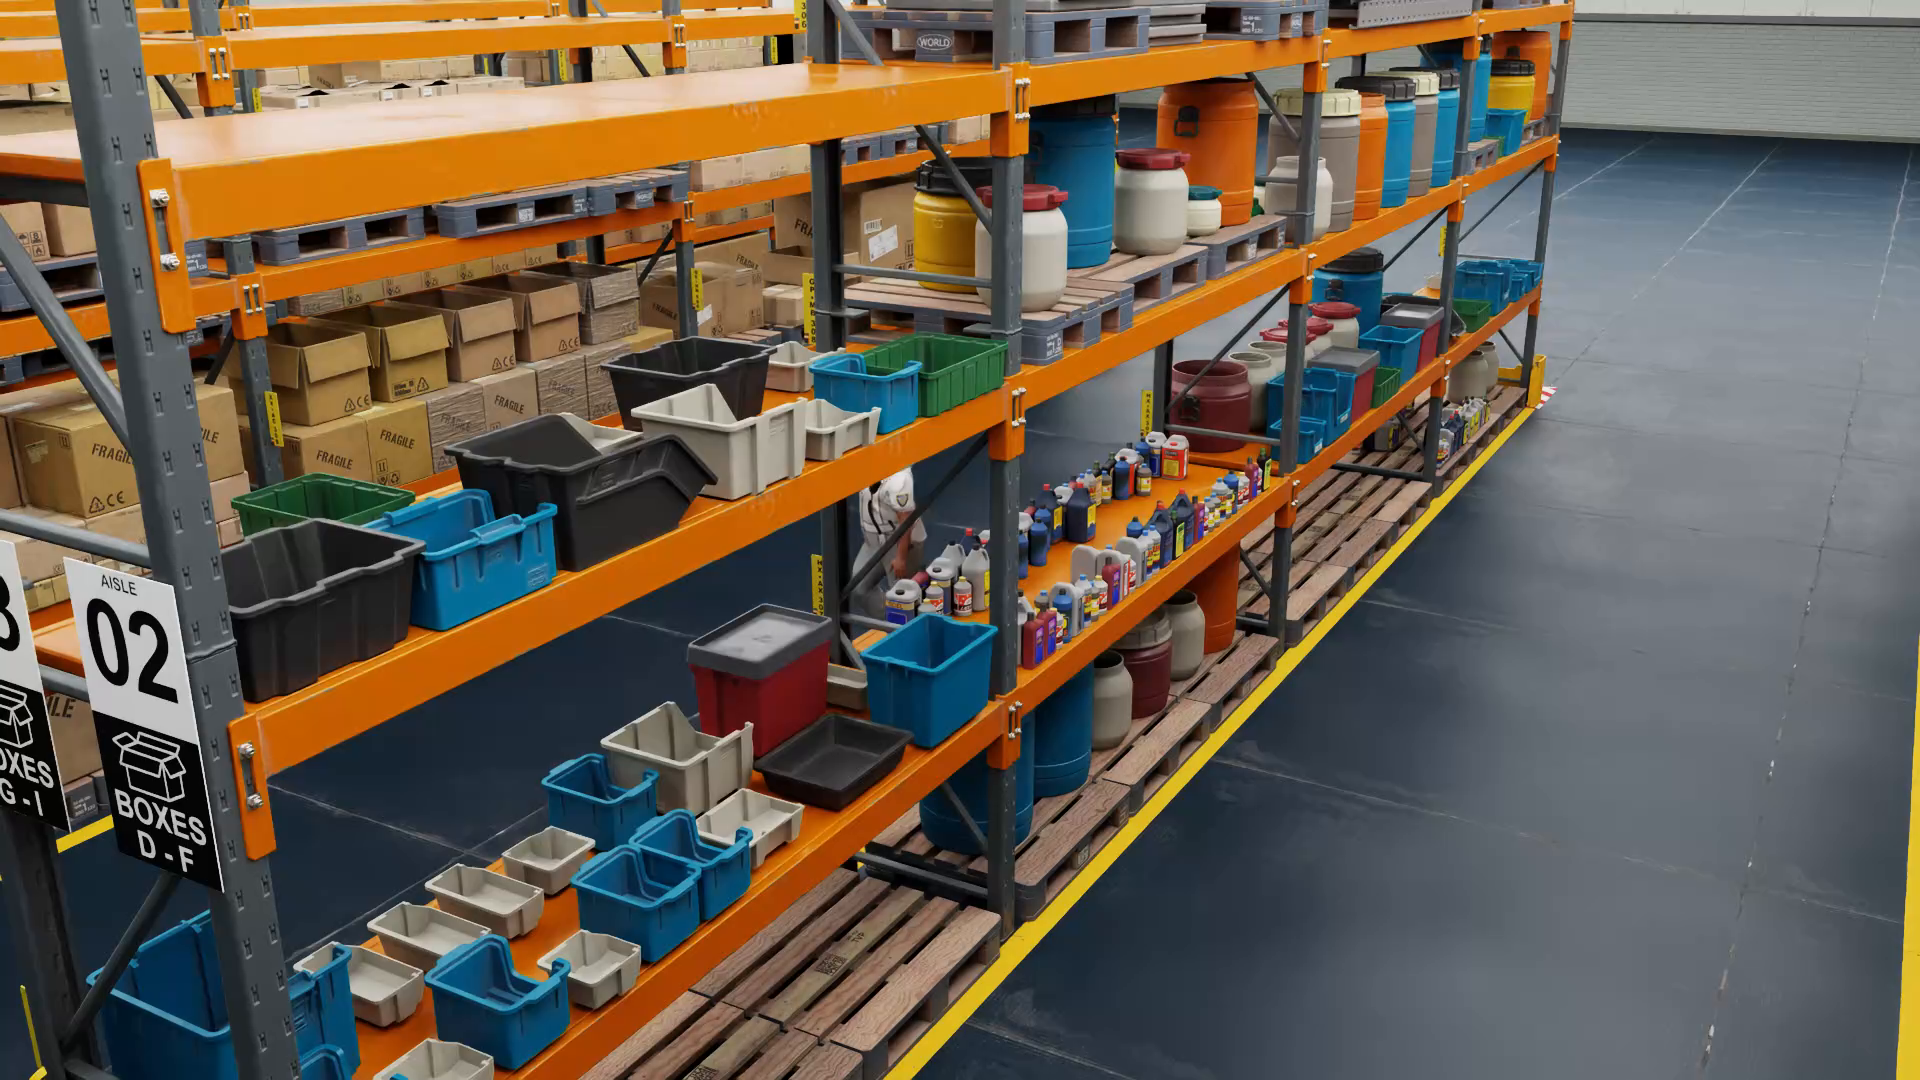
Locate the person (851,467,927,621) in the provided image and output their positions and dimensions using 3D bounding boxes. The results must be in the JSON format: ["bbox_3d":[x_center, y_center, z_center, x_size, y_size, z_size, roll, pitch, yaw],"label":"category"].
[{"bbox_3d":[-0.431,0.018,10.955,0.519,1.757,0.569,-9,21,-24],"label":"person"}]
